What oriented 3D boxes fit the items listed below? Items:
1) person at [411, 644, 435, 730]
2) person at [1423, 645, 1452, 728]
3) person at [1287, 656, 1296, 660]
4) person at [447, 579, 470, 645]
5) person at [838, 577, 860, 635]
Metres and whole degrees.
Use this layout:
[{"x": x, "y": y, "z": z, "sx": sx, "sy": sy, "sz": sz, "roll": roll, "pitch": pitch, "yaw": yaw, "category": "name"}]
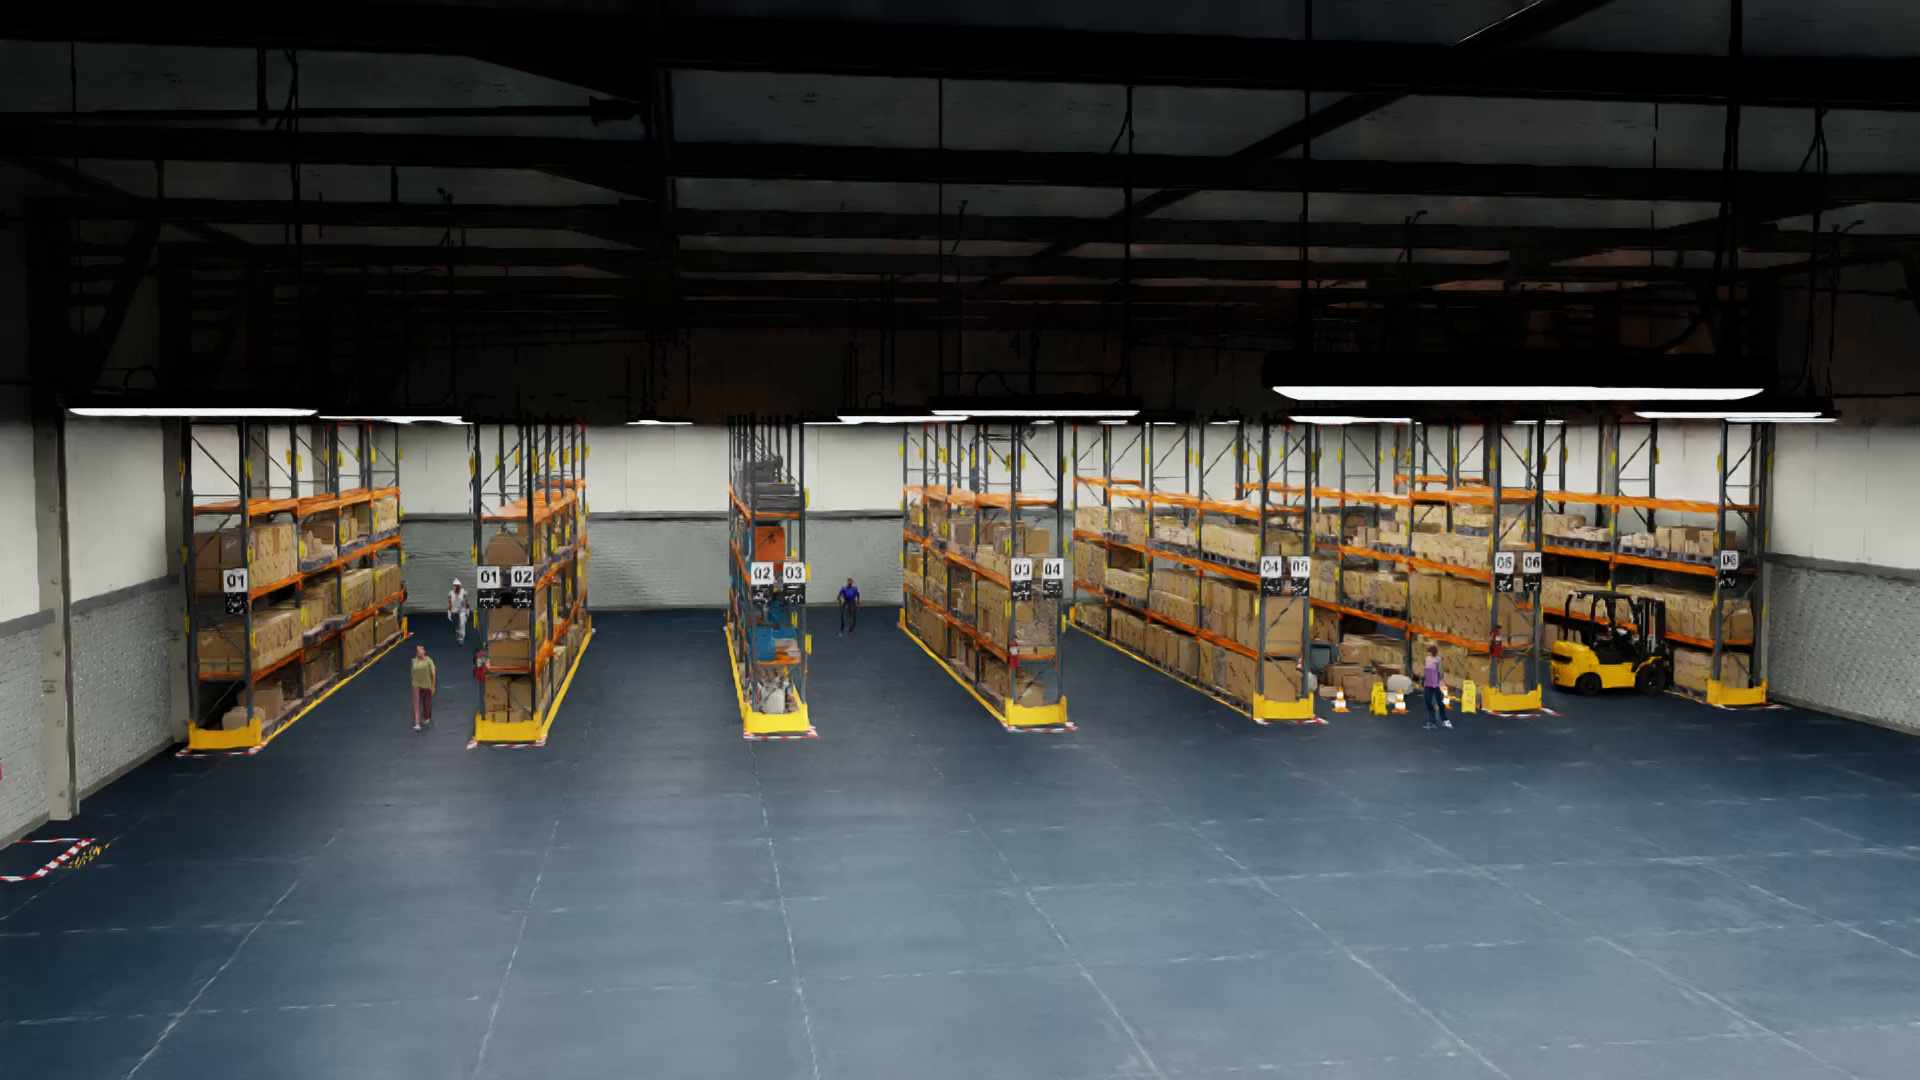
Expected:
[{"x": -10.193, "y": 2.764, "z": 31.583, "sx": 0.456, "sy": 1.612, "sz": 1.019, "roll": -1, "pitch": 4, "yaw": -11, "category": "person"}, {"x": 9.094, "y": 2.834, "z": 31.719, "sx": 0.491, "sy": 1.481, "sz": 0.516, "roll": -3, "pitch": 5, "yaw": -36, "category": "person"}, {"x": 7.665, "y": 2.147, "z": 39.274, "sx": 0.630, "sy": 1.773, "sz": 0.678, "roll": 1, "pitch": 4, "yaw": 20, "category": "person"}, {"x": -13.229, "y": 1.877, "z": 43.801, "sx": 0.553, "sy": 1.709, "sz": 1.117, "roll": -1, "pitch": 4, "yaw": -7, "category": "person"}, {"x": -3.064, "y": 1.817, "z": 45.789, "sx": 0.592, "sy": 1.604, "sz": 0.518, "roll": -1, "pitch": 4, "yaw": -12, "category": "person"}]
